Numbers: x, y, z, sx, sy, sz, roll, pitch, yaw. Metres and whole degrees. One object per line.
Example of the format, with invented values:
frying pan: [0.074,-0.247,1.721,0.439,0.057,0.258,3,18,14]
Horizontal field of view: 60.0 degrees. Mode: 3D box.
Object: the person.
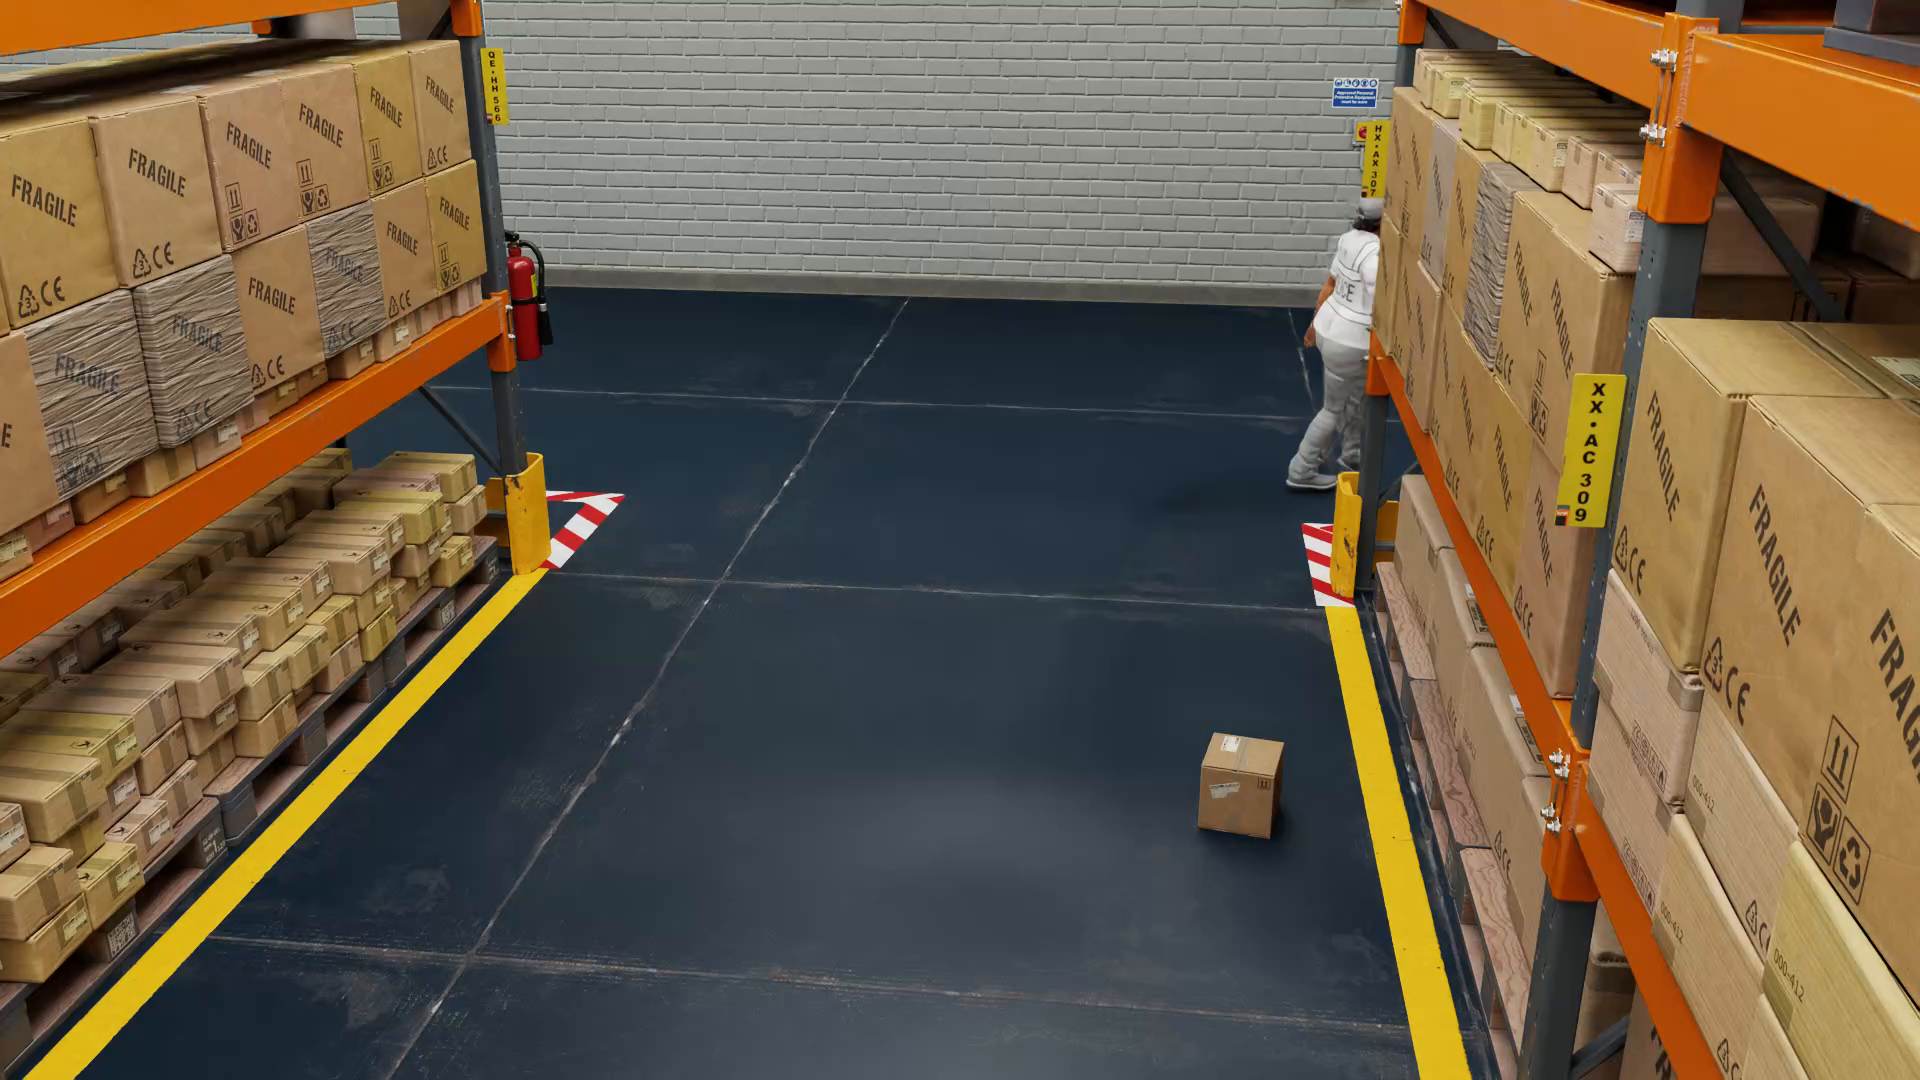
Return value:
person: [2.081,-1.005,8.725,0.634,1.706,0.590,-1,21,-3]
